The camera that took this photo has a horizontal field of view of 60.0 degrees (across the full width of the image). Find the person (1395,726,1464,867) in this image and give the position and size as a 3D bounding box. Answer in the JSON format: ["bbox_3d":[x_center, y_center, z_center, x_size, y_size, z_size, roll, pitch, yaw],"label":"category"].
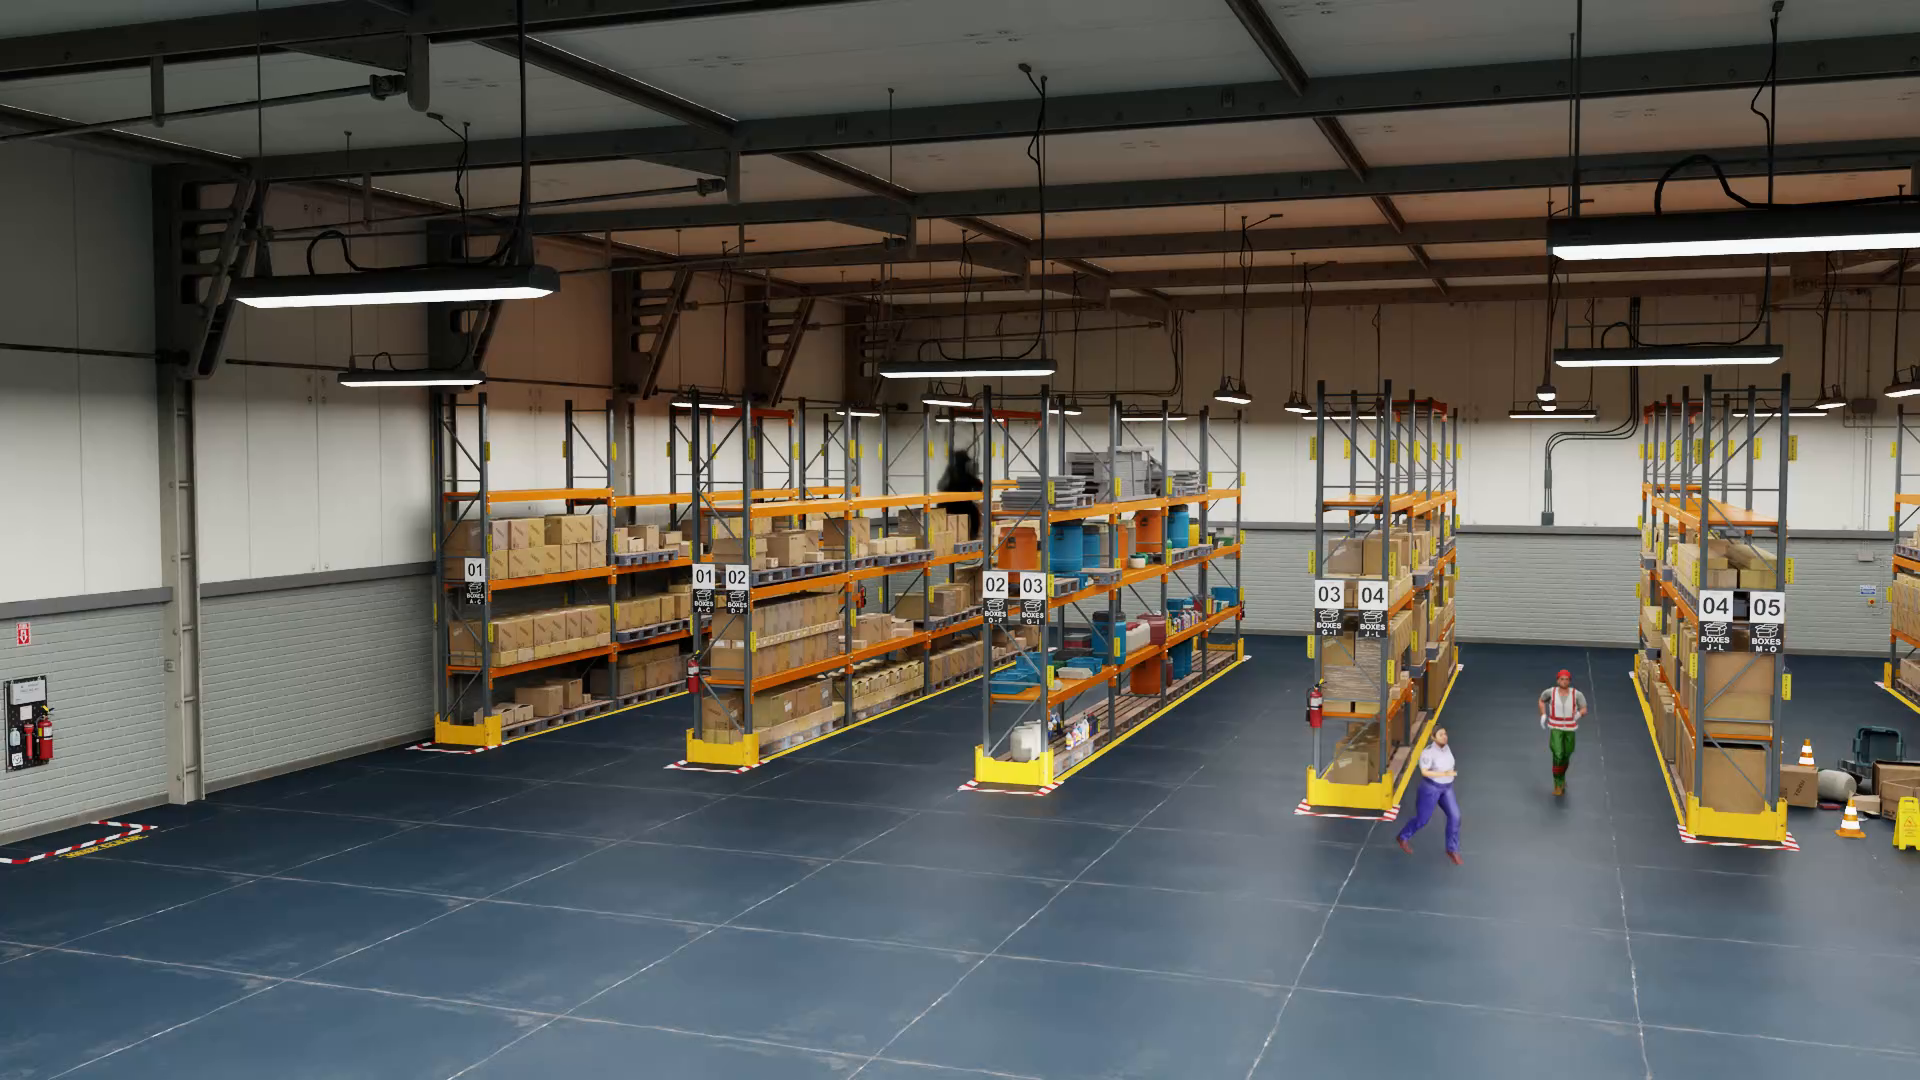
[{"bbox_3d":[5.792,3.107,20.373,0.613,1.681,0.888,-2,3,-29],"label":"person"}]

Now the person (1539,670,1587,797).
[{"bbox_3d":[8.862,2.813,24.417,0.638,1.841,0.810,1,3,10],"label":"person"}]
